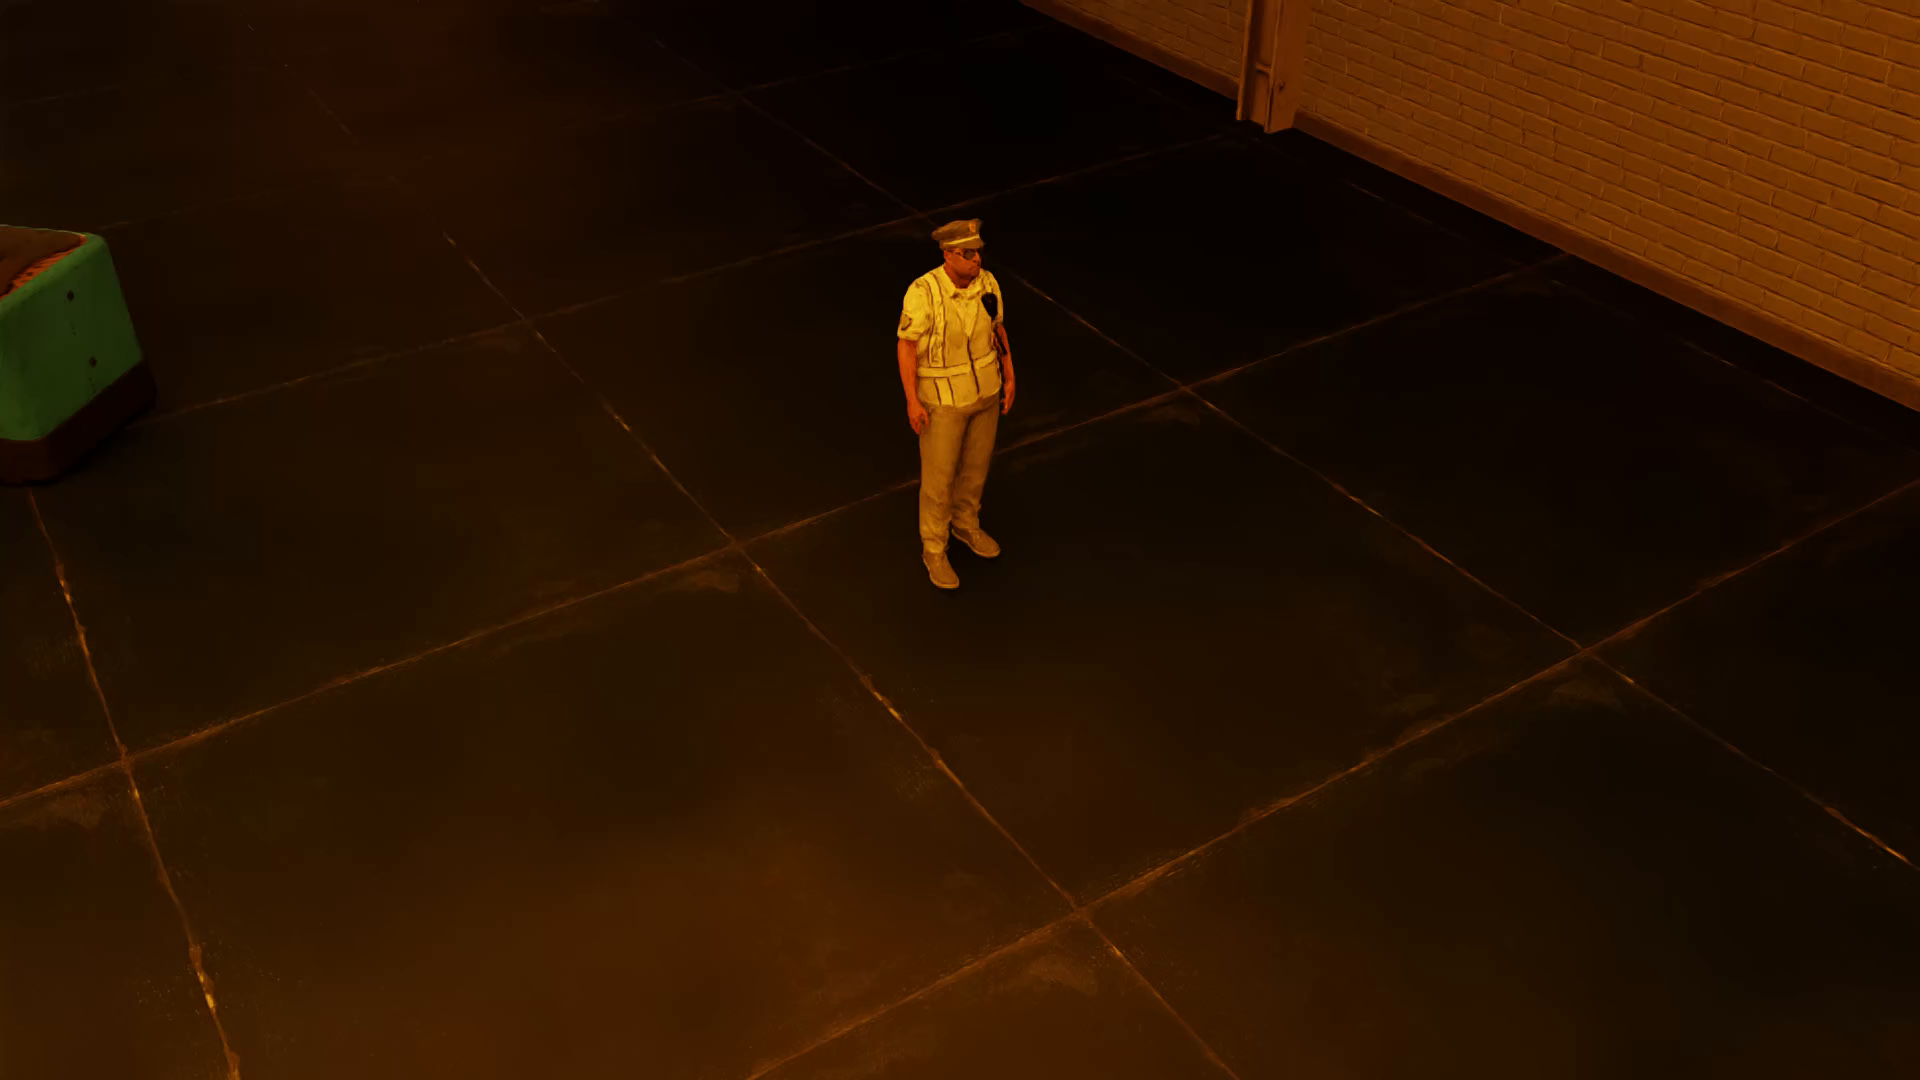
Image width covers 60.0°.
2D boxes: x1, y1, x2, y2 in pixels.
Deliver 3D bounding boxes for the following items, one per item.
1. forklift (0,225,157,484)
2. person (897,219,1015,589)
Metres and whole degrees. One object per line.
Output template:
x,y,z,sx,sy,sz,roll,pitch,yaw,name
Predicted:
-6.304,-1.928,8.892,3.031,2.935,1.130,7,36,10,forklift
0.033,-0.693,8.122,0.640,1.778,0.574,-21,40,-27,person
